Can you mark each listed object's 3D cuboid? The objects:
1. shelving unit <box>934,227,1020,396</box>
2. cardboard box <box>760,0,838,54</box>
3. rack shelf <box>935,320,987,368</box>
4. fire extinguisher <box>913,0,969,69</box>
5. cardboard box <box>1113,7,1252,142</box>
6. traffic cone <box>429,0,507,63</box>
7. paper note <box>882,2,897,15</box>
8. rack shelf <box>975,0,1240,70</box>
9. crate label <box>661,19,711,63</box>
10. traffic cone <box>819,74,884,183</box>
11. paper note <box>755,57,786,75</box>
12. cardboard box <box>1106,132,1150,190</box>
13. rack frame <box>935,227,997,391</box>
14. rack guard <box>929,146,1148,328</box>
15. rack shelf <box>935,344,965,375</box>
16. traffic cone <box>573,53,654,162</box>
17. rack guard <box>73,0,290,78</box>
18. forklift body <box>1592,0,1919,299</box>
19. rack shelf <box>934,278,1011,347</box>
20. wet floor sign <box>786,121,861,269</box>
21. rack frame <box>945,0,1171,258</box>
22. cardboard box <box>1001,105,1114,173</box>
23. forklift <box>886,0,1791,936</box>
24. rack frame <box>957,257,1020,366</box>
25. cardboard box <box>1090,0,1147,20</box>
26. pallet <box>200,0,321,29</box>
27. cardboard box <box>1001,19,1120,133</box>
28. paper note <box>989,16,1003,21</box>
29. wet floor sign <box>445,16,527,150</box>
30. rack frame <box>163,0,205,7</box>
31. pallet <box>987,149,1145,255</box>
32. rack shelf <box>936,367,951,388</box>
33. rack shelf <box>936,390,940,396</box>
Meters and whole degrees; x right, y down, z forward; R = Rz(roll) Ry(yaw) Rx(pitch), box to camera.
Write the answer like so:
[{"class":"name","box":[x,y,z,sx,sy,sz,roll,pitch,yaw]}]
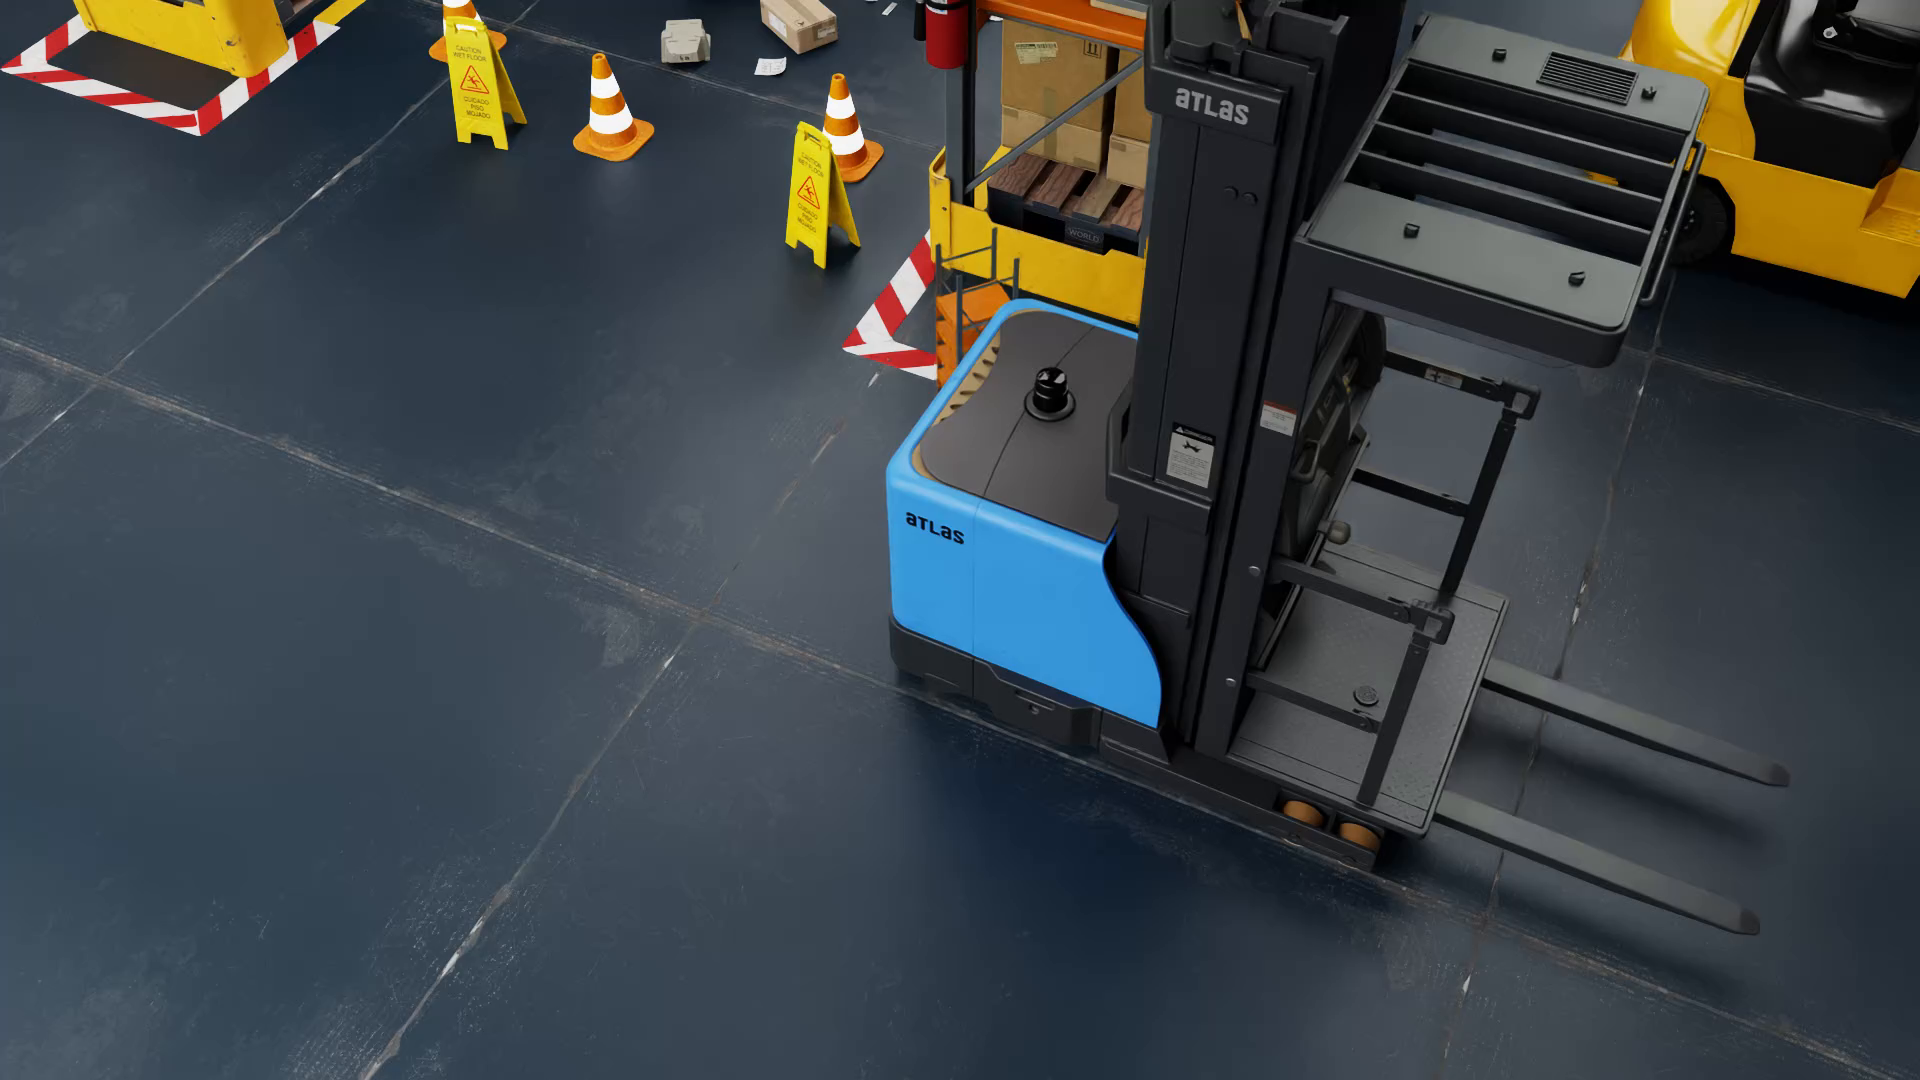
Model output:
[{"class":"shelving unit","box":[0.061,-0.627,6.310,0.258,1.200,0.189,-19,52,-15]},{"class":"cardboard box","box":[-0.854,-2.764,8.820,0.250,0.149,0.380,-28,55,-22]},{"class":"rack shelf","box":[0.061,-0.754,6.161,0.258,0.103,0.180,-19,52,-15]},{"class":"fire extinguisher","box":[-0.053,-2.175,6.497,0.296,0.674,0.183,20,52,16]},{"class":"cardboard box","box":[1.017,-2.099,7.419,0.500,0.500,0.500,18,52,15]},{"class":"traffic cone","box":[-2.595,-2.751,8.603,0.336,0.463,0.334,20,52,16]},{"class":"paper note","box":[-0.380,-2.877,9.007,0.032,0.001,0.123,20,52,16]},{"class":"rack shelf","box":[1.267,-3.273,7.853,1.077,0.370,4.000,20,52,16]},{"class":"crate label","box":[-1.439,-2.606,8.692,0.250,0.136,0.298,-4,50,-3]},{"class":"traffic cone","box":[-0.570,-2.023,7.982,0.336,0.463,0.334,20,52,16]},{"class":"paper note","box":[-0.983,-2.465,8.643,0.148,0.019,0.142,4,50,3]},{"class":"cardboard box","box":[1.007,-1.839,7.690,0.500,0.250,0.500,19,52,16]},{"class":"rack frame","box":[0.024,-0.690,6.364,0.240,1.200,0.006,-19,52,-15]},{"class":"rack guard","box":[0.445,-1.371,7.404,1.175,0.500,0.348,20,52,16]},{"class":"rack shelf","box":[0.061,-0.676,6.253,0.258,0.103,0.180,-19,52,-15]},{"class":"traffic cone","box":[-1.719,-2.150,8.090,0.336,0.463,0.334,20,52,16]},{"class":"rack guard","box":[-4.116,-2.843,8.656,1.175,0.500,0.348,20,52,16]},{"class":"forklift body","box":[4.063,-2.141,6.974,2.313,2.155,1.214,20,52,16]},{"class":"rack shelf","box":[0.061,-0.832,6.070,0.258,0.103,0.180,-19,52,-15]},{"class":"wet floor sign","box":[-0.636,-1.583,7.489,0.232,0.644,0.267,-37,59,-27]},{"class":"rack frame","box":[0.413,-2.129,6.407,1.000,3.000,0.127,20,52,16]},{"class":"cardboard box","box":[0.525,-2.035,7.857,0.500,0.250,0.500,20,52,16]},{"class":"forklift","box":[1.297,-0.306,4.901,3.031,2.935,1.130,21,53,17]},{"class":"rack frame","box":[0.099,-0.564,6.256,0.240,1.200,0.006,-19,52,-15]},{"class":"cardboard box","box":[0.745,-2.214,6.644,0.380,0.149,0.250,20,52,16]},{"class":"pallet","box":[-3.835,-3.342,9.271,1.003,0.211,1.213,20,52,16]},{"class":"cardboard box","box":[0.519,-2.253,7.550,0.500,0.500,0.500,20,53,16]},{"class":"paper note","box":[0.203,-2.852,8.971,0.142,0.019,0.148,4,50,3]},{"class":"wet floor sign","box":[-2.328,-2.243,8.050,0.267,0.644,0.232,12,51,10]},{"class":"rack frame","box":[-4.106,-3.670,7.718,1.000,3.000,0.127,20,52,16]},{"class":"pallet","box":[0.824,-1.826,7.980,1.003,0.211,1.213,20,52,16]},{"class":"rack shelf","box":[0.061,-0.598,6.344,0.258,0.103,0.180,-19,52,-15]},{"class":"rack shelf","box":[0.062,-0.520,6.435,0.258,0.103,0.180,-19,52,-15]}]
